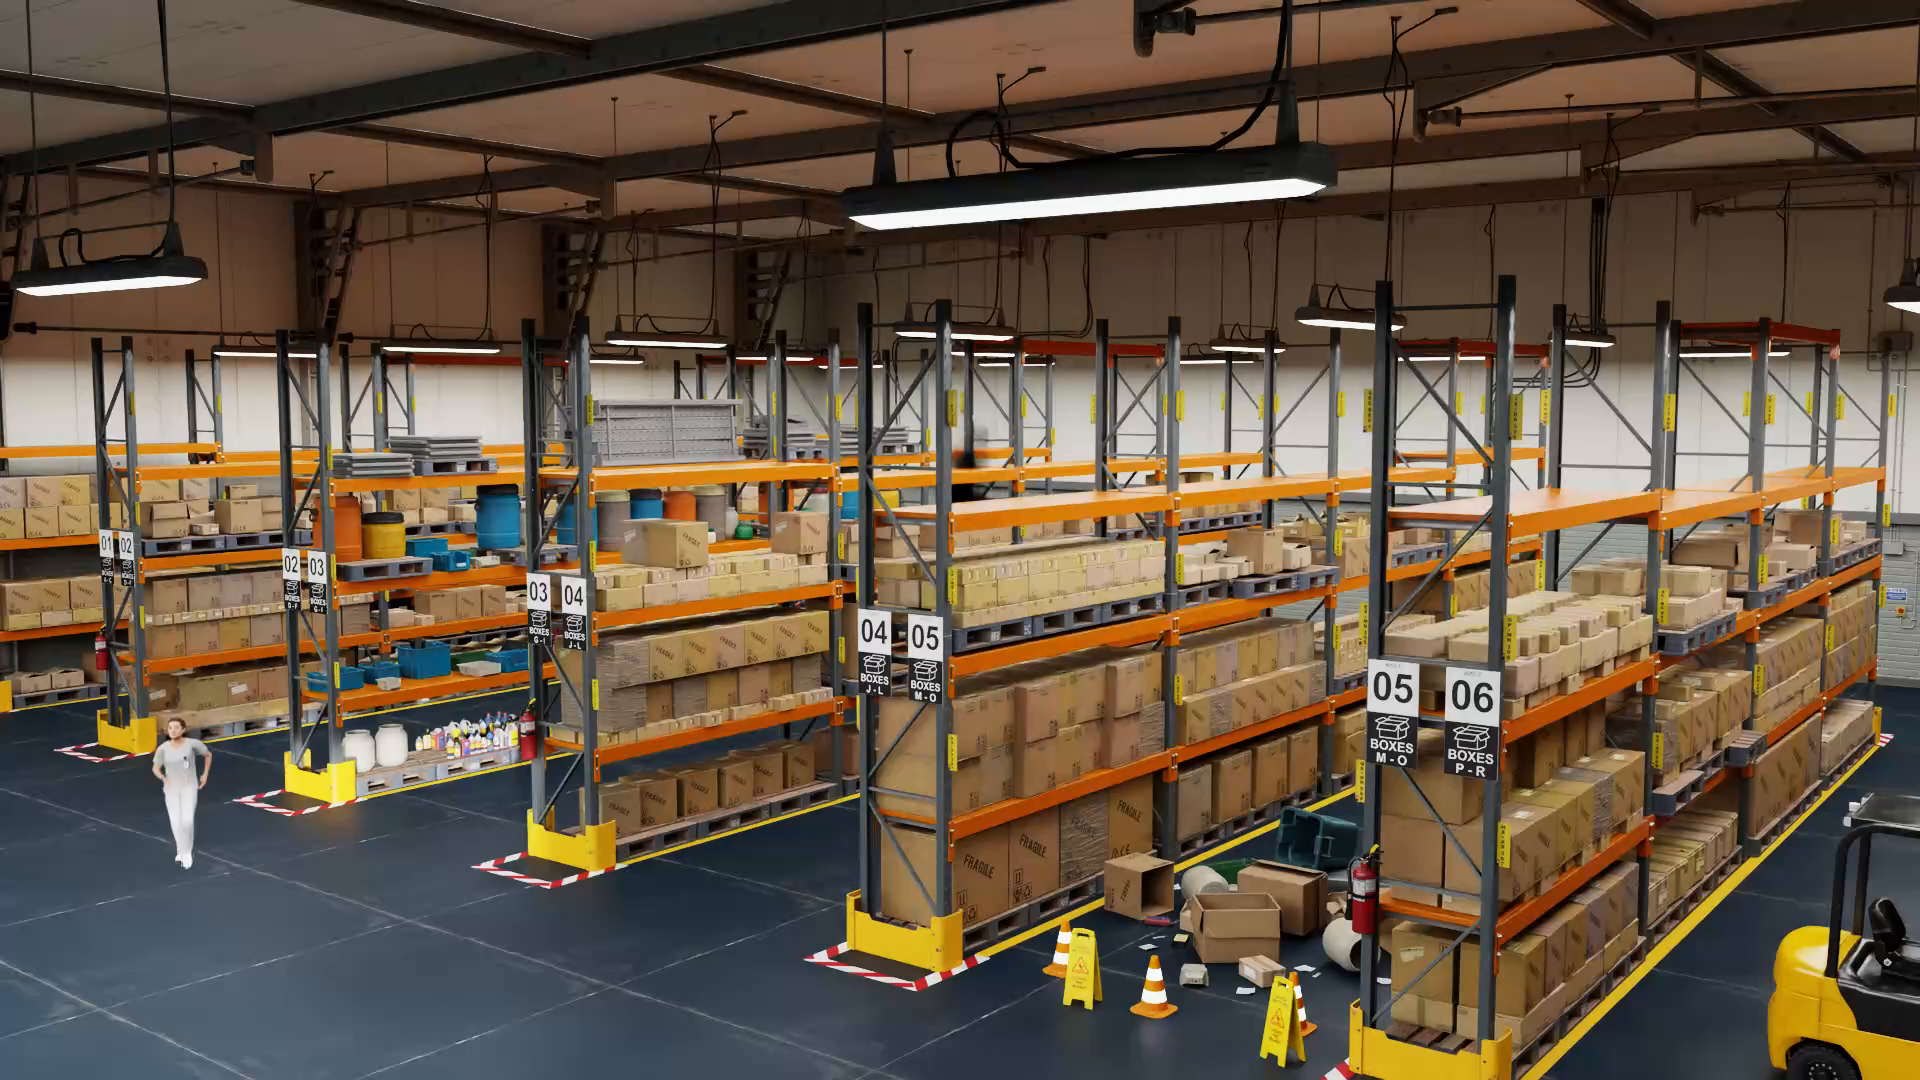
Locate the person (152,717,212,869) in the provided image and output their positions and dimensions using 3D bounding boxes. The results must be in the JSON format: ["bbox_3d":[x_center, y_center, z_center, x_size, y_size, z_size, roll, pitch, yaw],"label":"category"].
[{"bbox_3d":[-8.532,2.760,18.228,0.571,1.653,0.652,-1,5,-13],"label":"person"}]
